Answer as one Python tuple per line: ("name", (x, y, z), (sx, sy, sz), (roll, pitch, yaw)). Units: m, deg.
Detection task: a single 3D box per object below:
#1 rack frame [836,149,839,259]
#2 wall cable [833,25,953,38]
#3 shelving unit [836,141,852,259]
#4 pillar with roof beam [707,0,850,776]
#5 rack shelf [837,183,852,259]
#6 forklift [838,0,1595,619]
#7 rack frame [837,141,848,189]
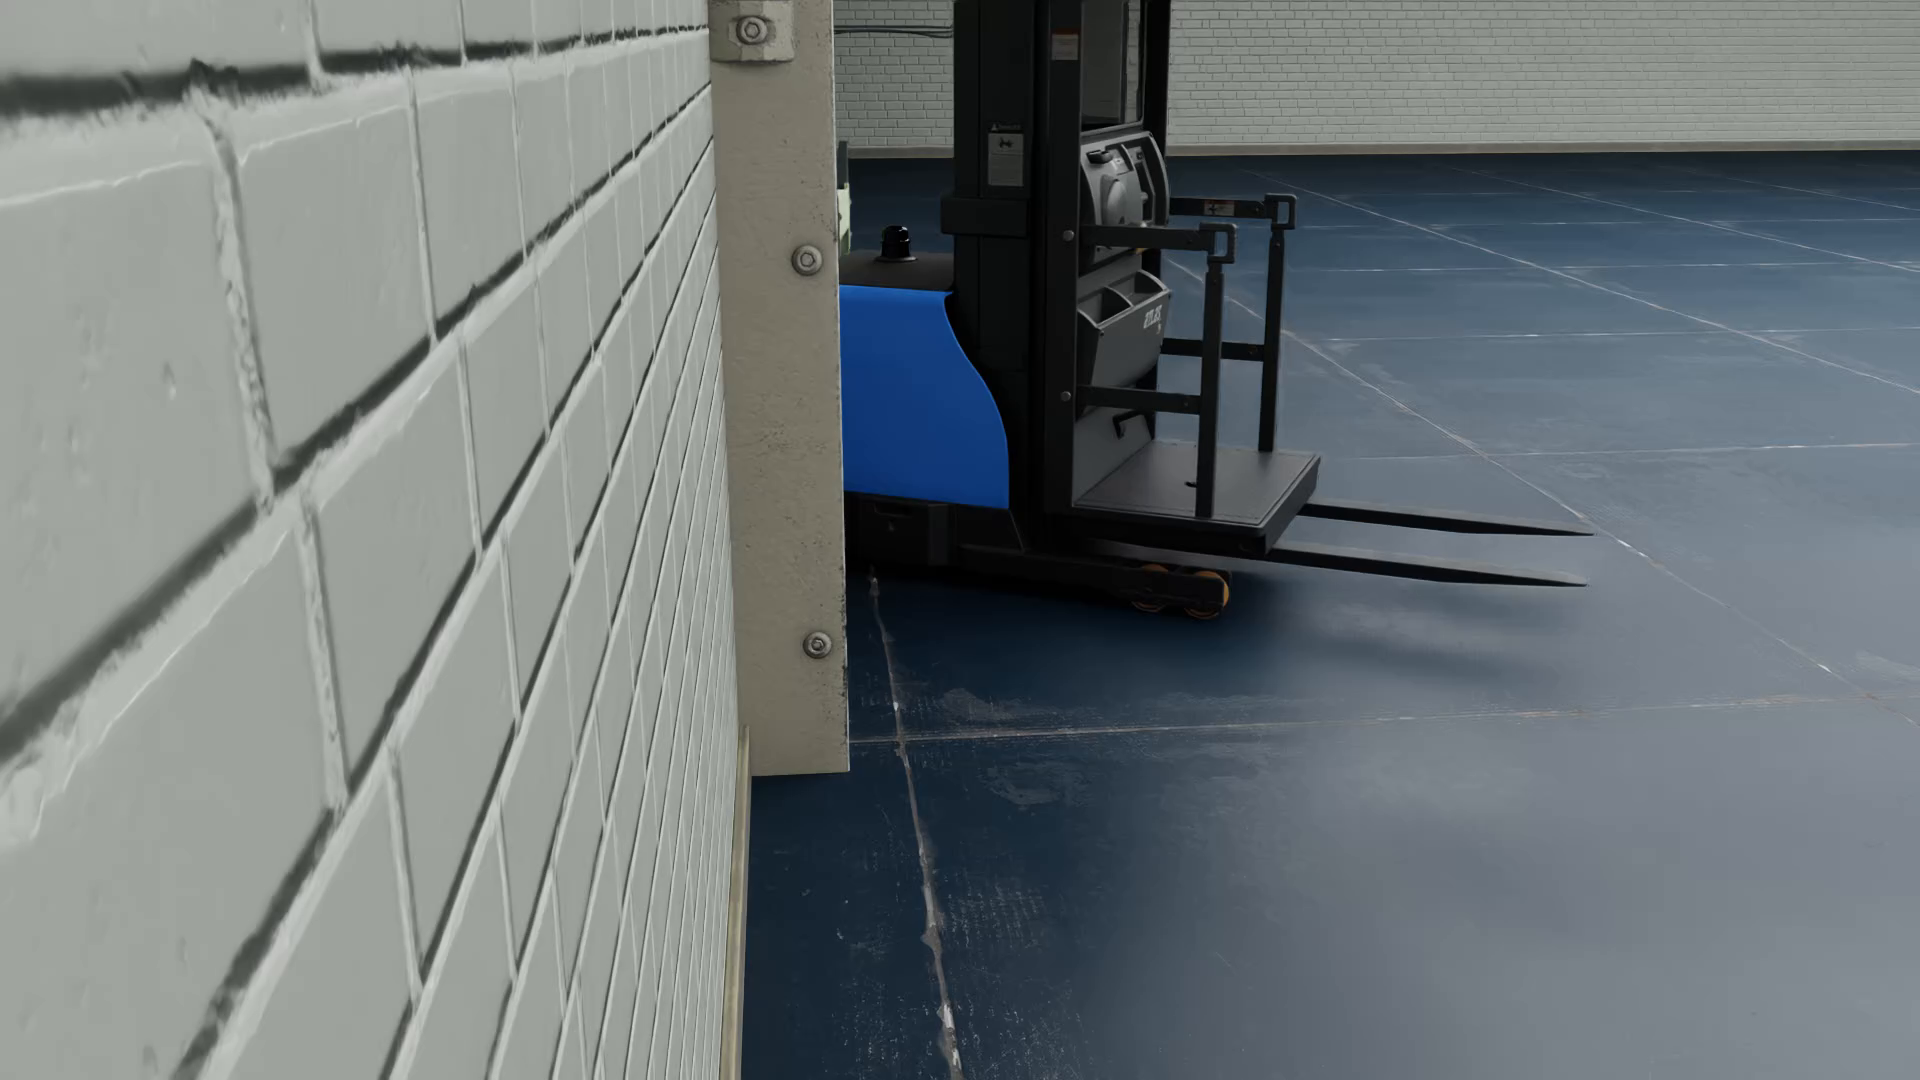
("rack frame", (-0.672, -0.767, 6.538), (0.400, 1.500, 0.023), (0, 16, 0))
("wall cable", (-1.327, -8.503, 23.923), (3.097, 2.526, 0.112), (-2, 18, -6))
("shelving unit", (-0.675, -0.868, 6.890), (0.431, 1.500, 0.755), (0, 16, 0))
("pillar with roof beam", (3.801, -3.836, 3.874), (9.100, 9.000, 0.400), (-2, 18, -6))
("rack shelf", (-0.674, -1.243, 6.782), (0.431, 0.370, 0.720), (0, 16, 0))
("forklift", (0.783, -1.303, 5.933), (3.031, 2.935, 1.130), (7, 19, 21))
("rack frame", (-0.678, -0.969, 7.242), (0.400, 1.500, 0.023), (0, 16, 0))
